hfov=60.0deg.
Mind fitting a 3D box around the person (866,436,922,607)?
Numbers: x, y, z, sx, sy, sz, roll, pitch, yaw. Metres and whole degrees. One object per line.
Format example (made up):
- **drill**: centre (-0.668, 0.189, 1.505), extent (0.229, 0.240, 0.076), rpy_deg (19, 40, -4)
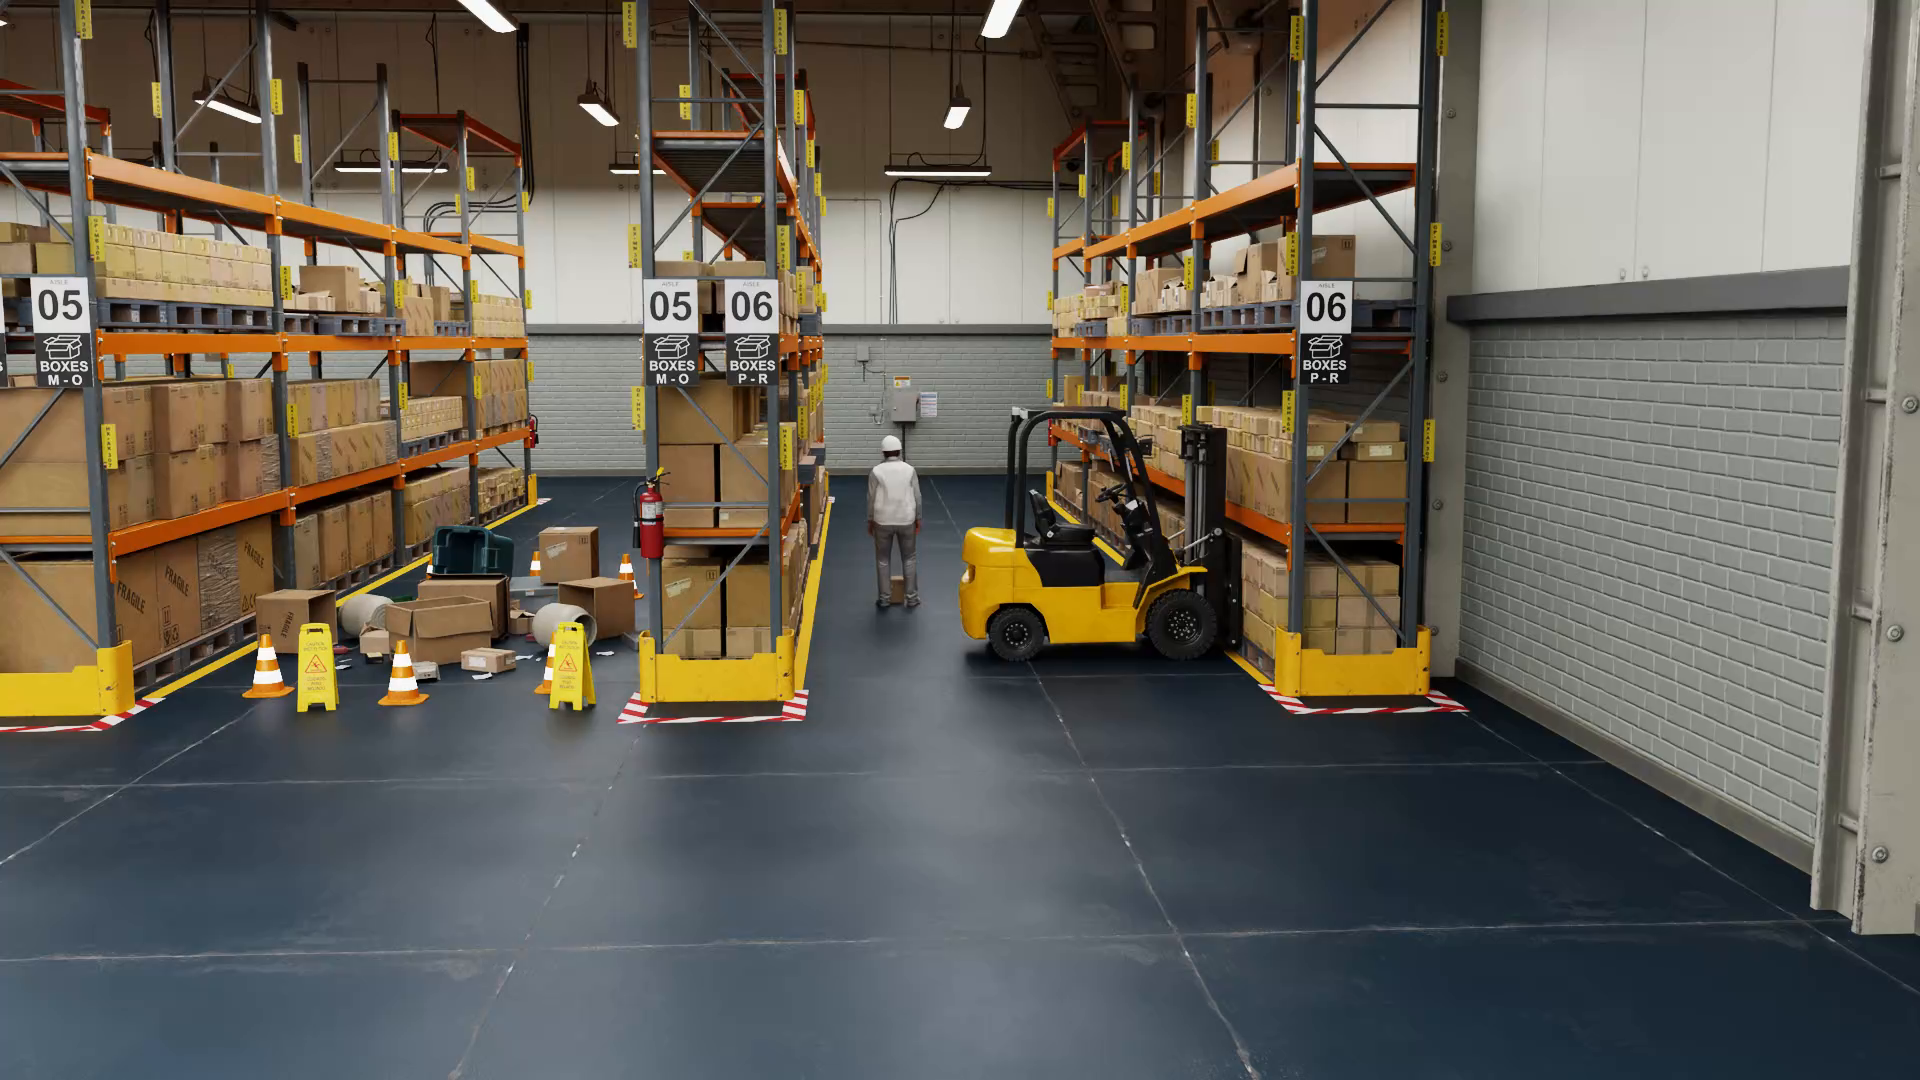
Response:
- **person**: centre (-0.684, -0.198, 17.294), extent (0.588, 1.770, 0.463), rpy_deg (-1, 7, -8)
